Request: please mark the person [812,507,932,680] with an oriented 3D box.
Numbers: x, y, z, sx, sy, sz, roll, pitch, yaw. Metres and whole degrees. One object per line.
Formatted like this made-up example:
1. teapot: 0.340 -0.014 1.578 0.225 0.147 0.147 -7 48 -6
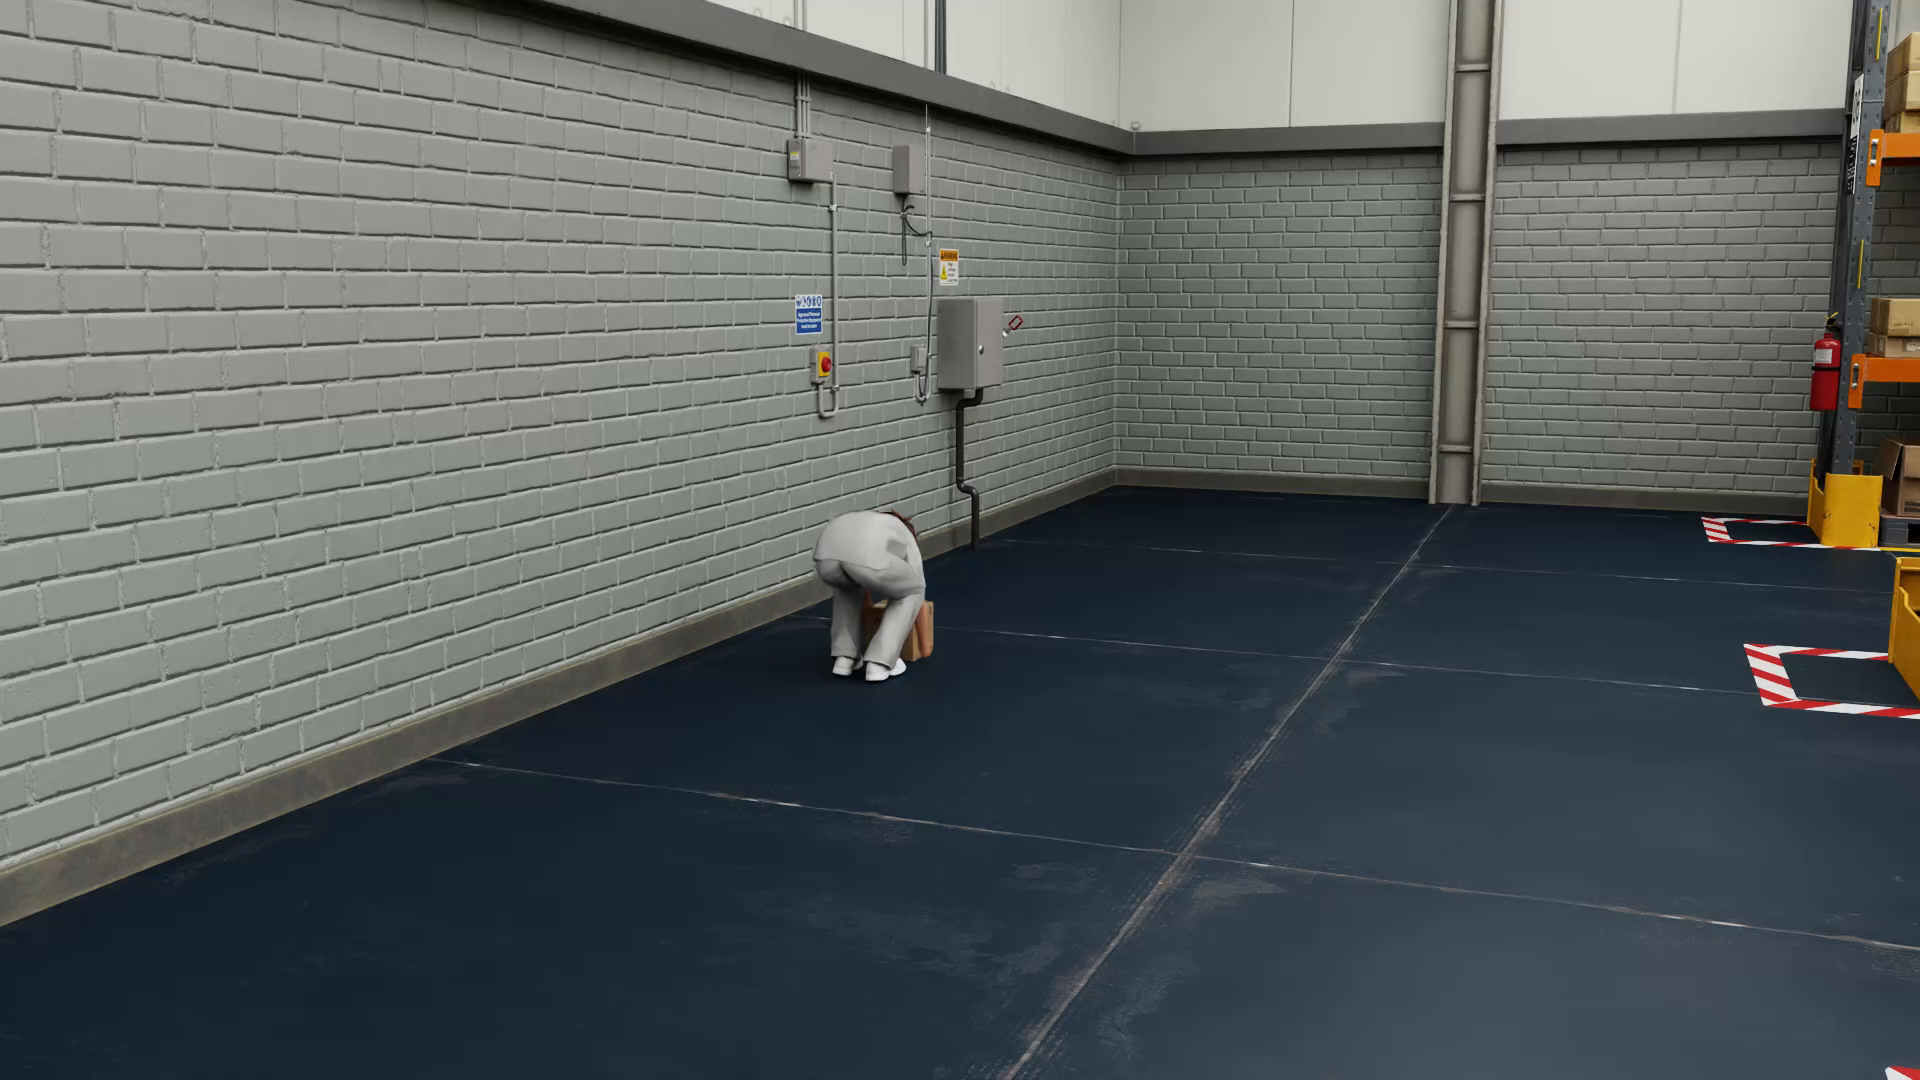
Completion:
1. person: -0.399 0.244 7.851 0.456 0.785 0.866 3 9 19
